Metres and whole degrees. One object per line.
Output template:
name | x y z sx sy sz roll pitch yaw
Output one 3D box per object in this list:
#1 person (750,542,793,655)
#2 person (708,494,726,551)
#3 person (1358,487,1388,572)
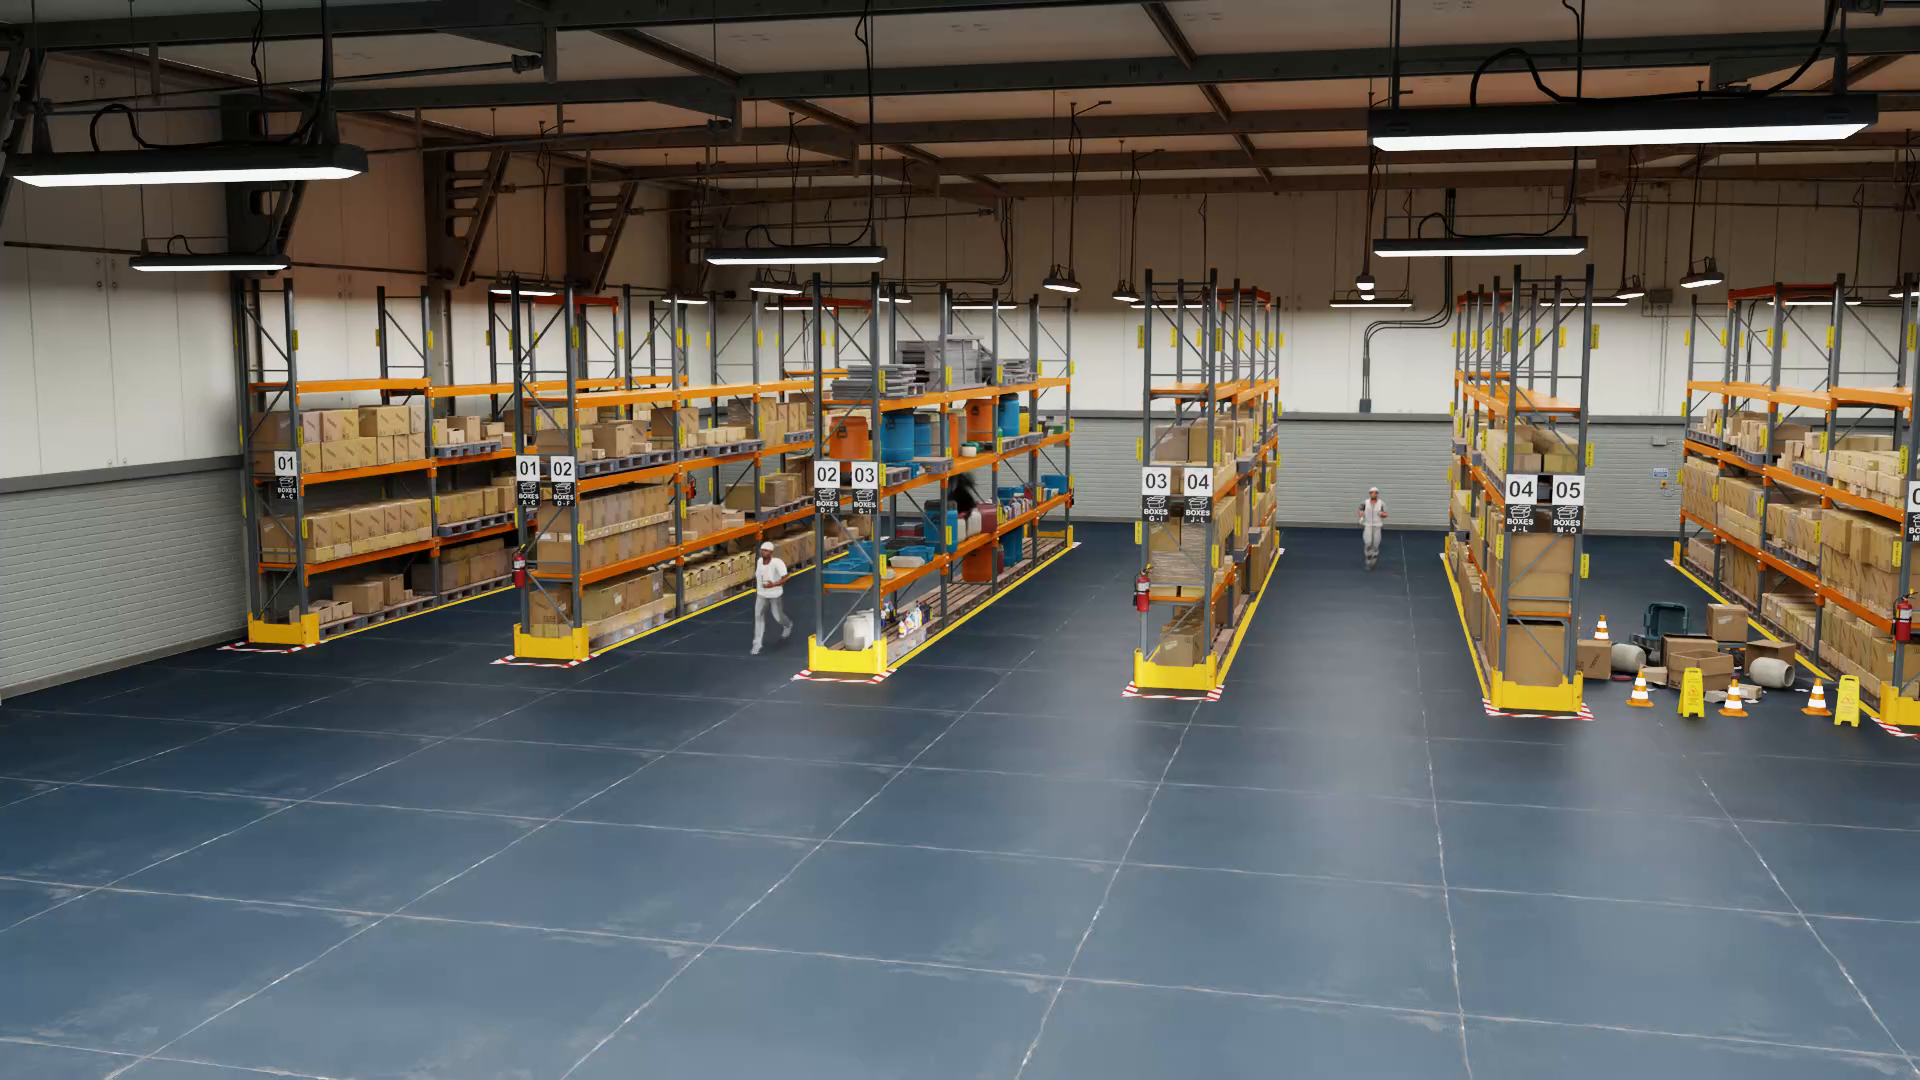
person | -3.046 0.912 26.980 0.655 1.783 1.137 3 7 22
person | -5.516 -0.274 37.271 0.597 1.637 0.783 1 7 9
person | 9.019 -0.240 36.336 0.630 1.843 0.736 1 7 11
